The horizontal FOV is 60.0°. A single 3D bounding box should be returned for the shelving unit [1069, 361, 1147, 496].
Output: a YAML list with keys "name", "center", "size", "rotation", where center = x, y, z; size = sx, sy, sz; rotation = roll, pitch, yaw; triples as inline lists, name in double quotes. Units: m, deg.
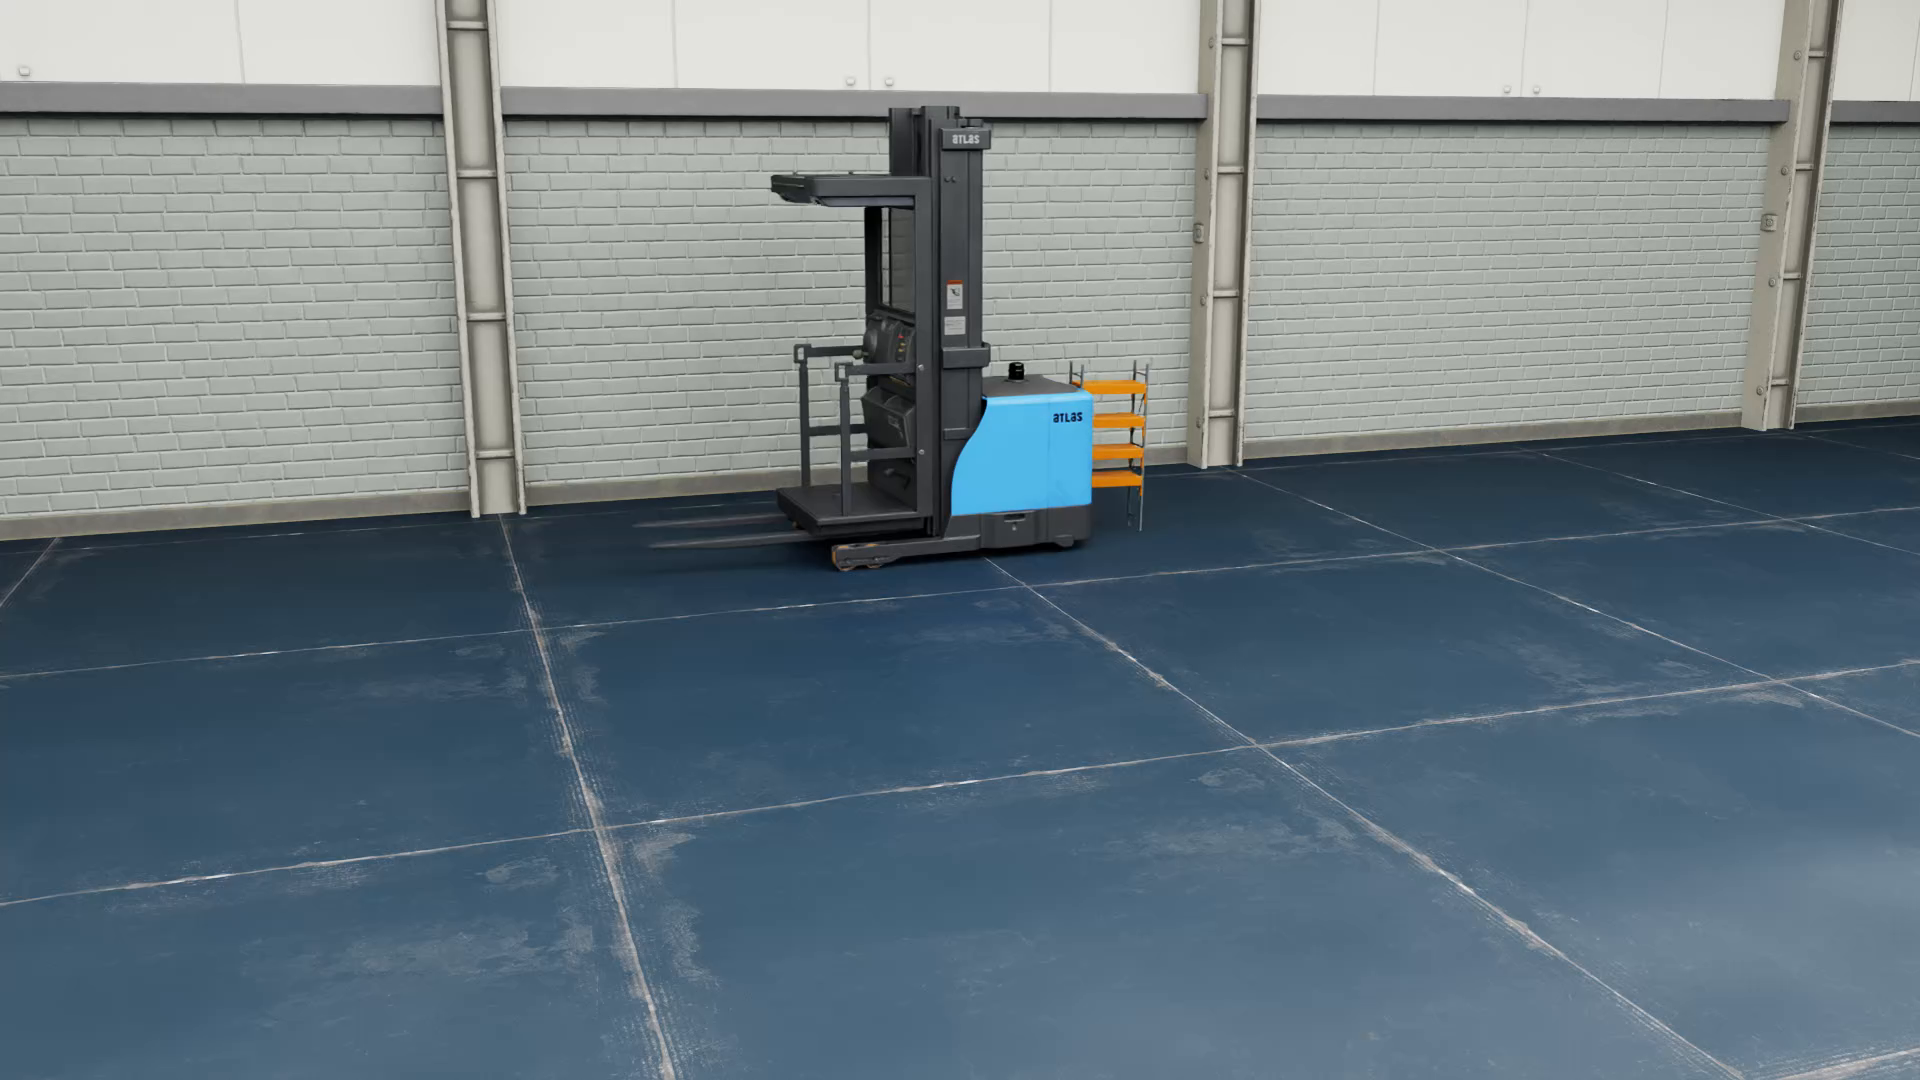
- name: "shelving unit"
  center: [1.031, -0.663, 11.813]
  size: [0.492, 1.200, 0.258]
  rotation: [-3, 14, -17]

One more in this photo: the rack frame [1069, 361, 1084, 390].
- name: "rack frame"
  center: [0.804, -0.652, 11.741]
  size: [0.015, 1.200, 0.240]
  rotation: [-3, 14, -17]

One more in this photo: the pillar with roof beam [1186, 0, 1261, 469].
- name: "pillar with roof beam"
  center: [3.574, -4.092, 9.400]
  size: [0.400, 9.000, 9.100]
  rotation: [-4, 14, -18]

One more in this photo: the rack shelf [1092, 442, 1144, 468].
- name: "rack shelf"
  center: [1.035, -0.598, 11.830]
  size: [0.480, 0.148, 0.258]
  rotation: [-3, 14, -17]

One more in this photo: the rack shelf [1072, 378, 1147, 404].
- name: "rack shelf"
  center: [1.045, -1.046, 11.726]
  size: [0.480, 0.148, 0.258]
  rotation: [-3, 14, -17]

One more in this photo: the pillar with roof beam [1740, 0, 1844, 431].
- name: "pillar with roof beam"
  center: [9.261, -4.535, 11.262]
  size: [0.400, 9.000, 9.100]
  rotation: [-4, 14, -18]

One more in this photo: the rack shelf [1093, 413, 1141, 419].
- name: "rack shelf"
  center: [1.041, -0.868, 11.767]
  size: [0.457, 0.021, 0.221]
  rotation: [-3, 14, -17]

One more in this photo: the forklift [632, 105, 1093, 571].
- name: "forklift"
  center: [-0.658, -1.360, 11.026]
  size: [3.031, 2.935, 1.130]
  rotation: [-5, 14, -20]

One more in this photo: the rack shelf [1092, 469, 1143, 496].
- name: "rack shelf"
  center: [1.031, -0.404, 11.874]
  size: [0.480, 0.148, 0.258]
  rotation: [-3, 14, -17]
